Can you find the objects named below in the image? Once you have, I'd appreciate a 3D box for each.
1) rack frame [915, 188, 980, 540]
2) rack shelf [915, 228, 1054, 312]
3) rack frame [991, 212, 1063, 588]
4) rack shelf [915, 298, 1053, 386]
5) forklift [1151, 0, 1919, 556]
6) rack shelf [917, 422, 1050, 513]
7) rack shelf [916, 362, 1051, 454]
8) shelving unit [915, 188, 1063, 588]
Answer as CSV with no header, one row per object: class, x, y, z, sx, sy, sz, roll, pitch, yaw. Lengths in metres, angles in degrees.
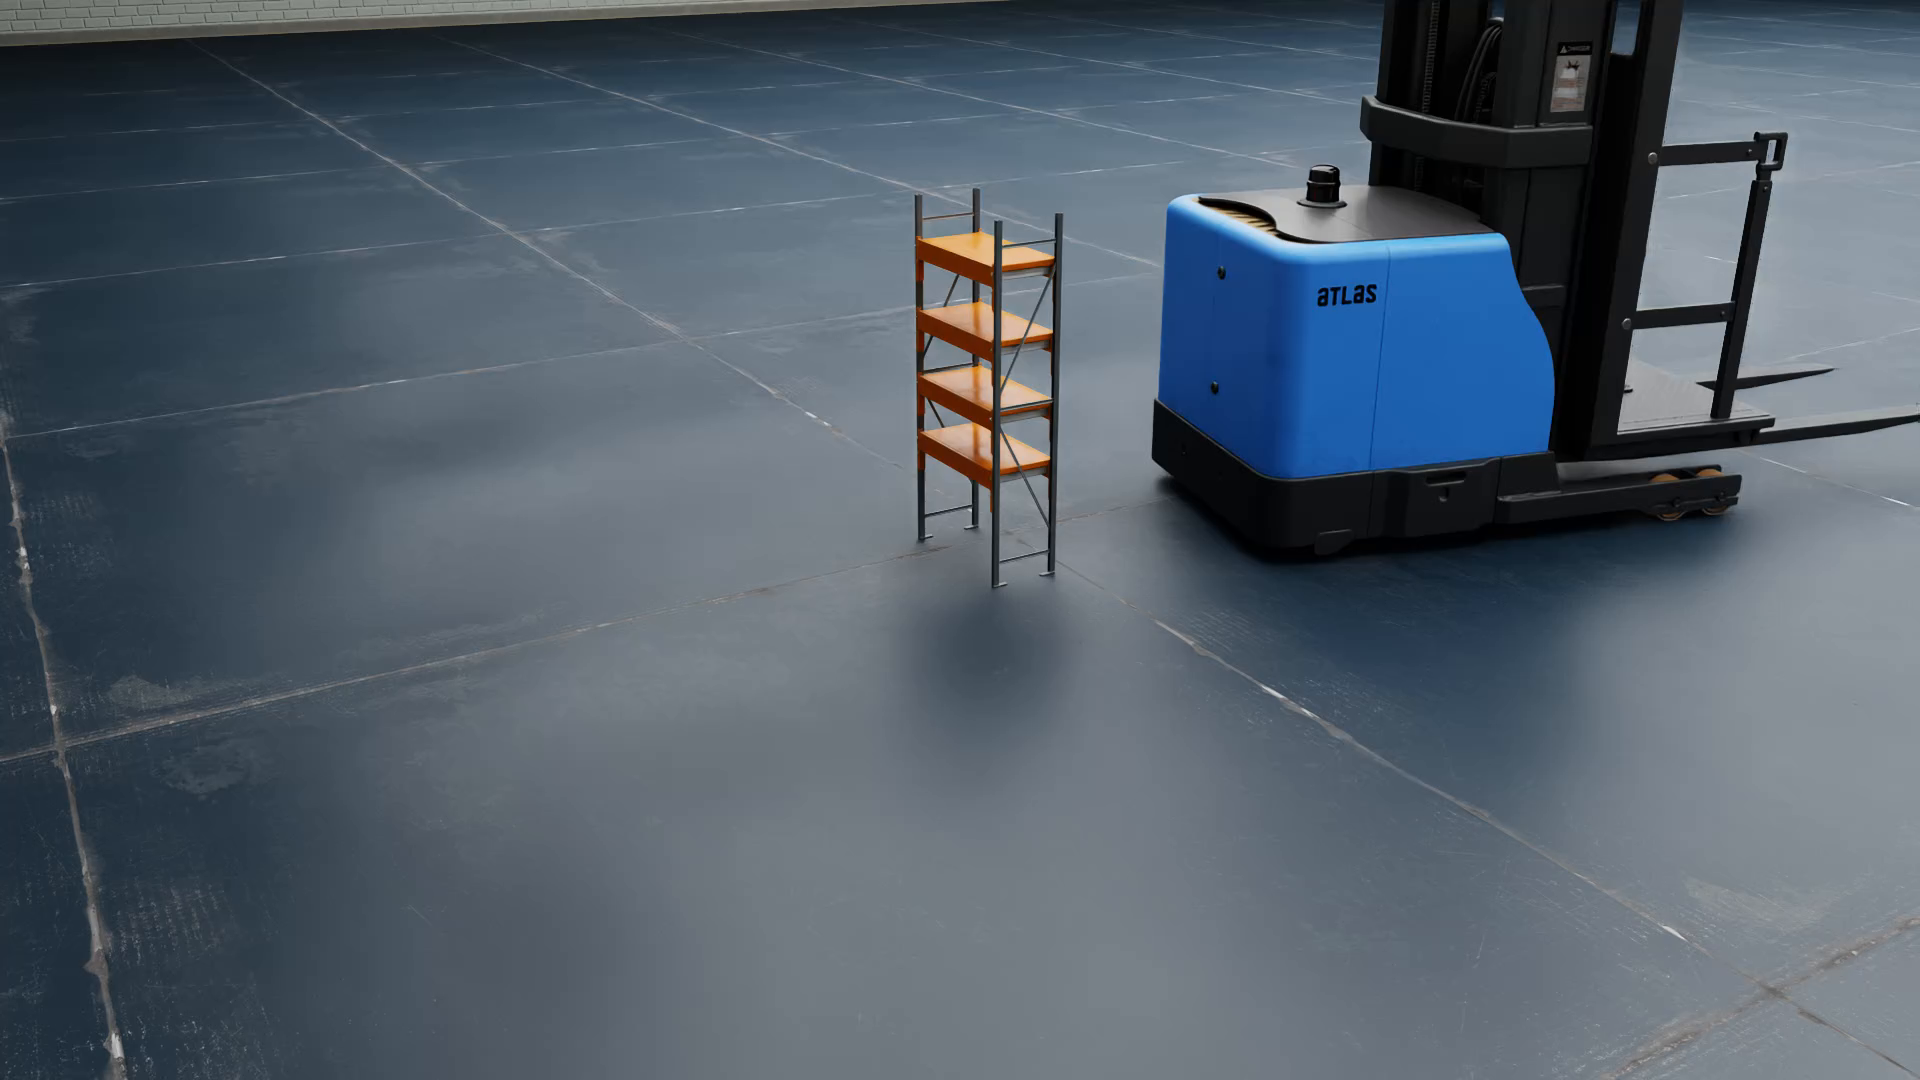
rack frame,-0.040,-0.581,5.648,0.240,1.200,0.015,-13,25,-28
rack shelf,0.085,-0.866,5.306,0.258,0.148,0.480,-13,25,-28
rack frame,0.209,-0.423,5.259,0.240,1.200,0.015,-13,25,-28
rack shelf,0.085,-0.647,5.395,0.258,0.148,0.480,-13,25,-28
forklift,2.312,-1.608,5.876,3.031,2.935,1.130,-7,23,-16
rack shelf,0.085,-0.256,5.554,0.258,0.148,0.480,-13,25,-28
rack shelf,0.085,-0.440,5.479,0.258,0.148,0.480,-13,25,-28
shelving unit,0.085,-0.502,5.454,0.258,1.200,0.503,-13,25,-28
